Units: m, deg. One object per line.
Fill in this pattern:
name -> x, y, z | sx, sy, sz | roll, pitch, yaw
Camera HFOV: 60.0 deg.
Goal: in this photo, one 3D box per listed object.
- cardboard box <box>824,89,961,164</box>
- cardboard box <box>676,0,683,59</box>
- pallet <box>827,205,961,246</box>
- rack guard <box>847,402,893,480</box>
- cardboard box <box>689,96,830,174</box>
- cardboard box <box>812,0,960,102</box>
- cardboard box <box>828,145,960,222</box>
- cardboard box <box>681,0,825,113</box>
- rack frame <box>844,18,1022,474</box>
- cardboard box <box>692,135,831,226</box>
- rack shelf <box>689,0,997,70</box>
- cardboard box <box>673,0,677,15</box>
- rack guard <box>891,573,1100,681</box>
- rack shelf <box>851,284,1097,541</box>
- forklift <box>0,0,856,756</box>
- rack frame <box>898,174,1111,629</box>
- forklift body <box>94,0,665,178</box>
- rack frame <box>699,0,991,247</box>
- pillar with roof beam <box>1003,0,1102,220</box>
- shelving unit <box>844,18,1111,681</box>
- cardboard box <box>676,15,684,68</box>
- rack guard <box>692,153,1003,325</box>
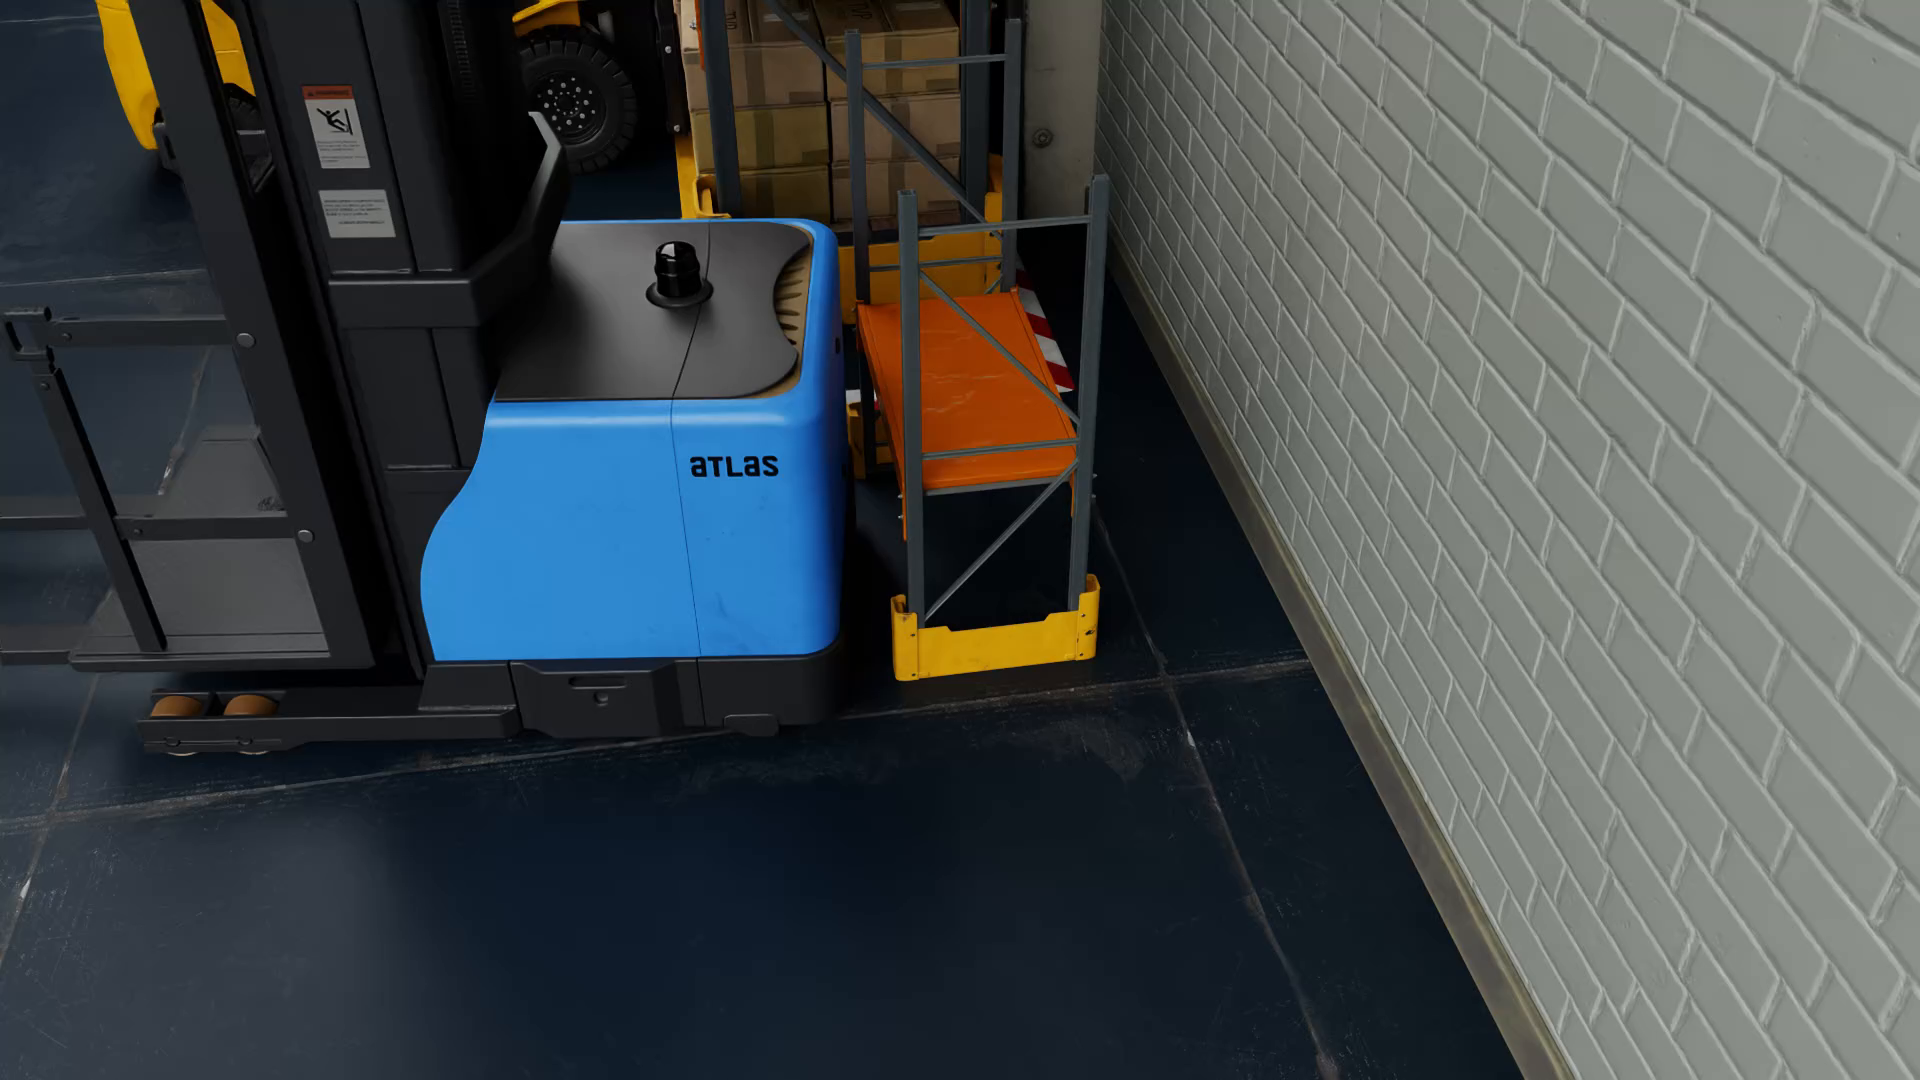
cardboard box -> -0.273, -1.702, 6.488 | 0.500, 0.250, 0.500 | -6, 38, -7
cardboard box -> -0.878, -2.146, 6.651 | 0.500, 0.250, 0.500 | -6, 38, -7
pallet -> -0.571, -1.475, 6.976 | 1.003, 0.211, 1.213 | -6, 38, -8
rack guard -> -0.074, -0.353, 5.501 | 0.587, 0.250, 0.087 | -6, 38, -8
cardboard box -> -0.788, -1.657, 6.429 | 0.500, 0.250, 0.500 | -7, 38, -9
cardboard box -> -0.293, -1.904, 6.340 | 0.500, 0.250, 0.500 | -7, 38, -9
cardboard box -> -0.289, -1.516, 6.656 | 0.500, 0.250, 0.500 | -6, 38, -8
cardboard box -> -0.783, -1.838, 6.255 | 0.500, 0.250, 0.500 | -5, 38, -6
rack frame -> -0.074, -0.848, 5.119 | 0.500, 1.500, 0.032 | -6, 38, -8
cardboard box -> -0.789, -1.449, 6.568 | 0.500, 0.250, 0.500 | -6, 38, -8
rack shelf -> -0.746, -3.043, 7.308 | 1.077, 0.370, 4.000 | -6, 38, -8
cardboard box -> -0.977, -2.450, 7.042 | 0.500, 0.250, 0.500 | -6, 38, -7
rack guard -> 0.101, 0.248, 4.727 | 0.587, 0.250, 0.087 | -6, 38, -8
rack shelf -> 0.015, -0.399, 4.834 | 0.538, 0.185, 1.000 | -6, 38, -8
forklift -> -1.834, -0.903, 4.023 | 3.031, 2.935, 1.130 | -1, 38, -1
rack frame -> 0.104, -0.234, 4.328 | 0.500, 1.500, 0.032 | -6, 38, -8
forklift body -> -2.524, -2.733, 7.014 | 2.313, 2.155, 1.214 | -6, 38, -8
rack frame -> -0.395, -2.119, 5.532 | 1.000, 3.000, 0.127 | -6, 38, -8
pillar with roof beam -> -3.868, -4.542, 3.762 | 9.100, 9.000, 0.400 | -6, 38, -8
shelving unit -> 0.013, -0.546, 4.731 | 0.587, 1.500, 1.083 | -6, 38, -8
cardboard box -> -0.977, -2.270, 7.219 | 0.500, 0.250, 0.500 | -7, 38, -9
rack guard -> -0.391, -1.117, 6.280 | 1.175, 0.500, 0.348 | -6, 38, -8
